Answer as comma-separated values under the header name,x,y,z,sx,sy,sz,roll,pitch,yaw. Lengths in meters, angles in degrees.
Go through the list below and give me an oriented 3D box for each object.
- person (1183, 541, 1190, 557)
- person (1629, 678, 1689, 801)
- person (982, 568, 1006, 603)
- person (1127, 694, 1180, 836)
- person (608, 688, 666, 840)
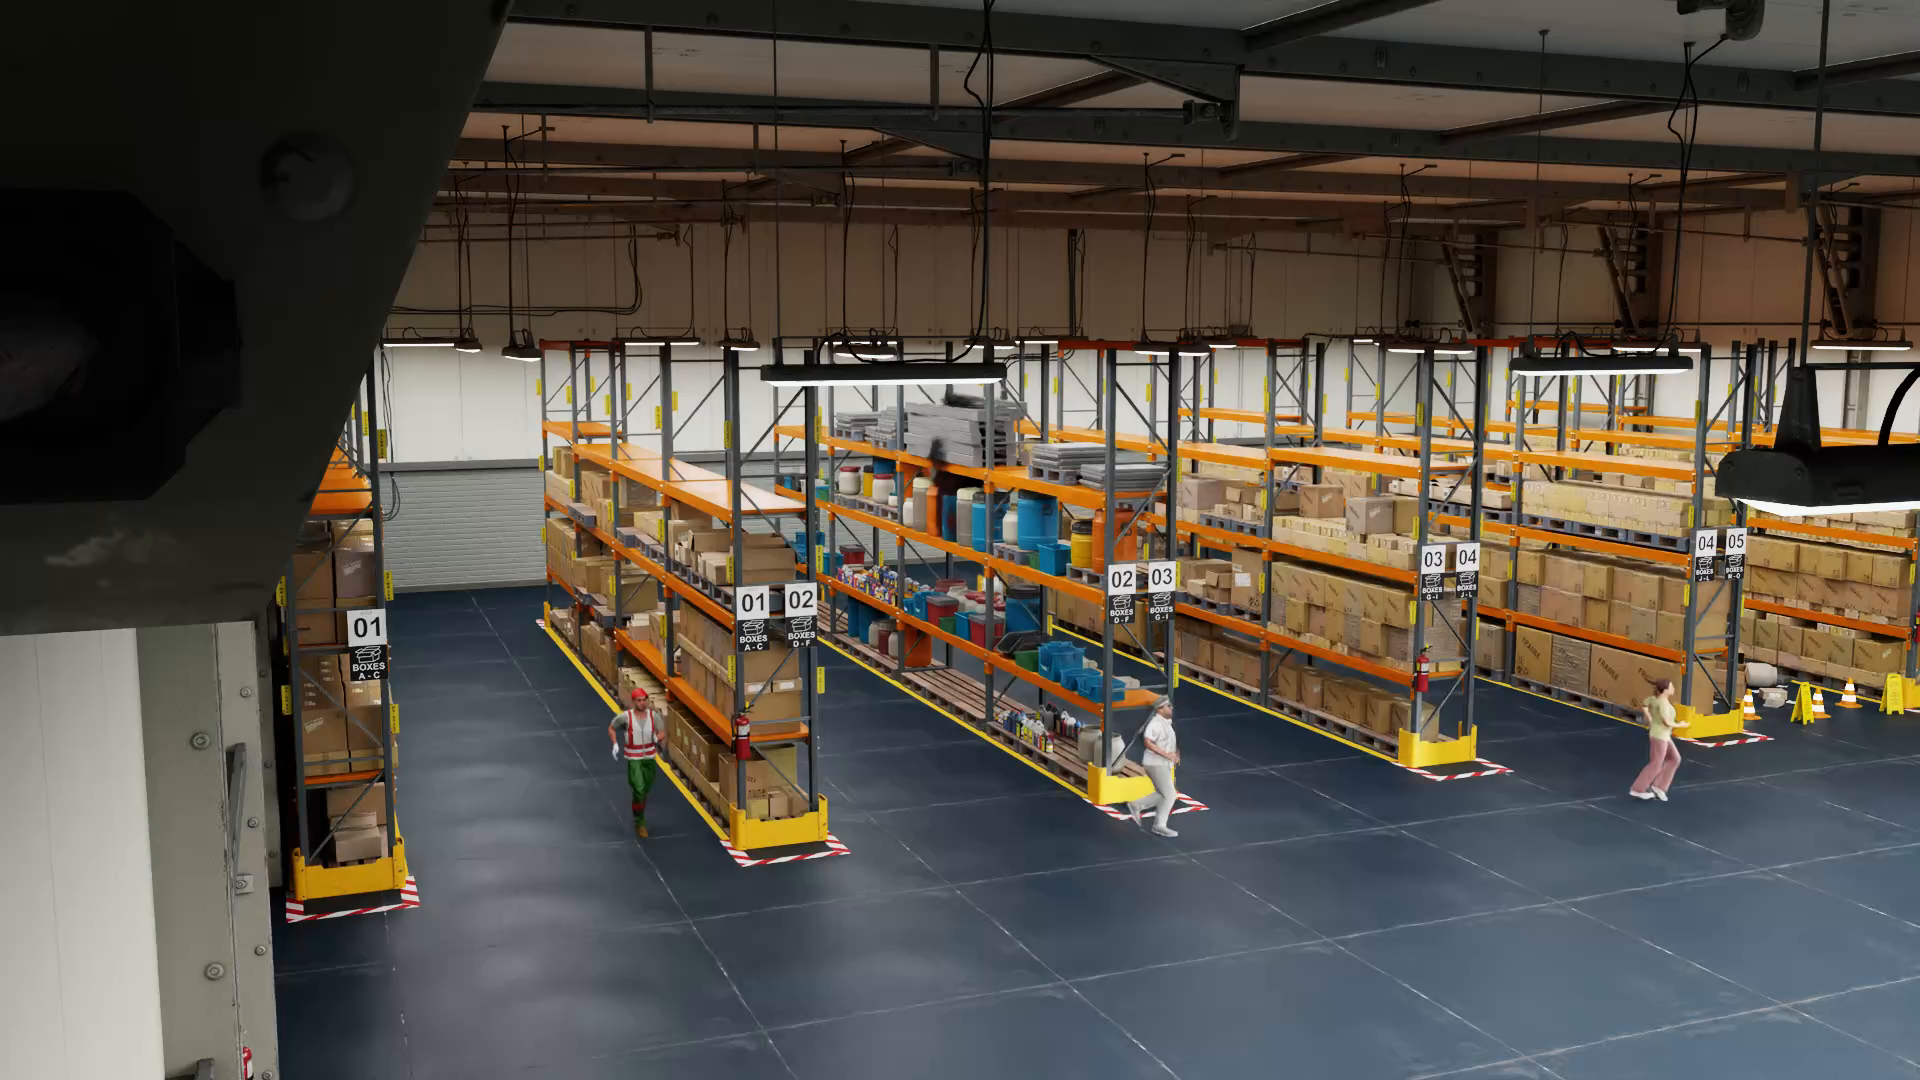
name,x,y,z,sx,sy,sz,roll,pitch,yaw
person,5.773,0.021,41.820,0.968,1.726,0.664,-4,8,-27
person,9.274,2.663,22.034,0.693,1.715,0.588,2,8,15
person,0.637,1.289,32.384,0.564,1.754,0.794,-4,8,-28
person,2.452,2.789,20.819,0.648,1.739,0.701,3,8,19
person,-3.996,2.750,20.732,0.650,1.839,0.797,-5,9,-32
